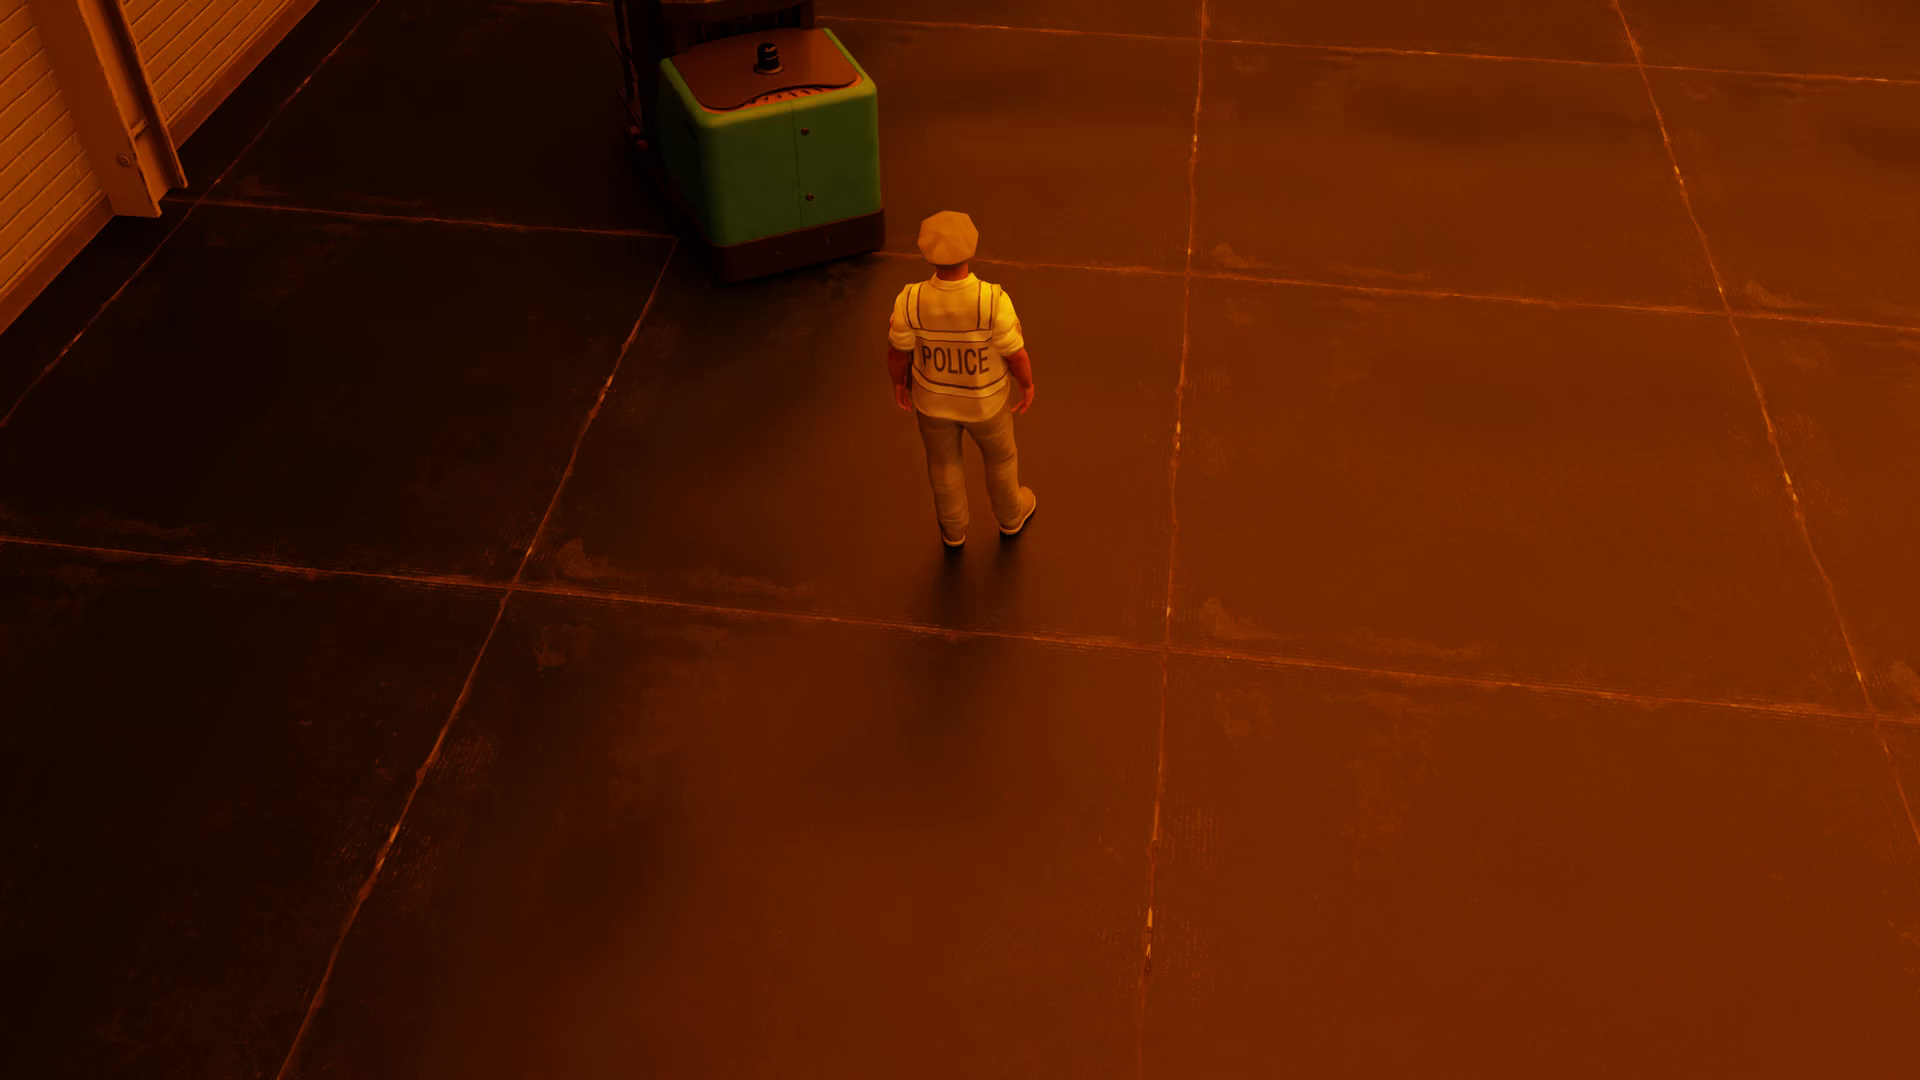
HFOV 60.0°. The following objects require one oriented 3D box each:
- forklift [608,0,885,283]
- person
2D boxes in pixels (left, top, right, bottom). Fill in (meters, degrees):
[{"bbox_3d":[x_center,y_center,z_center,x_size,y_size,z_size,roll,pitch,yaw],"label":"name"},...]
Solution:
[{"bbox_3d":[-1.486,-3.530,9.567,1.130,2.935,3.031,-16,45,-17],"label":"forklift"},{"bbox_3d":[0.022,-0.713,7.339,0.641,1.779,0.574,5,43,6],"label":"person"}]
